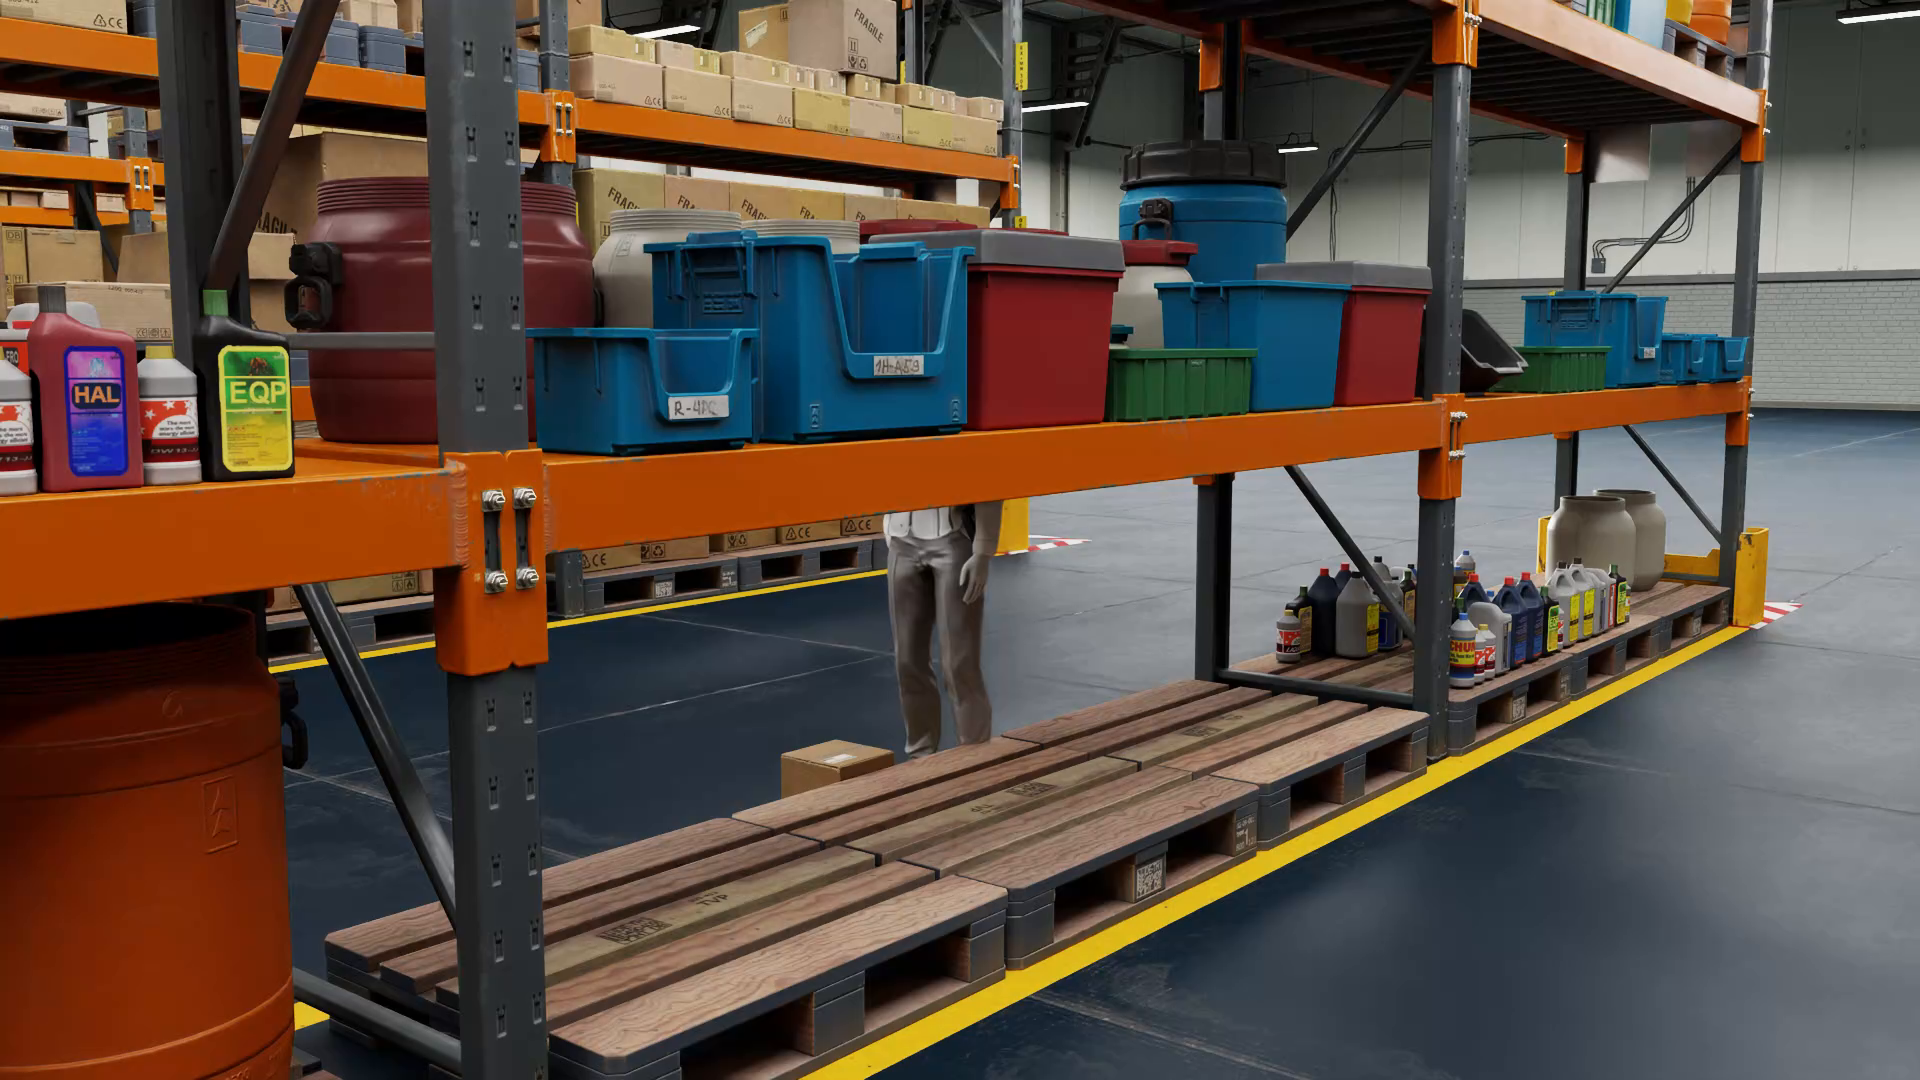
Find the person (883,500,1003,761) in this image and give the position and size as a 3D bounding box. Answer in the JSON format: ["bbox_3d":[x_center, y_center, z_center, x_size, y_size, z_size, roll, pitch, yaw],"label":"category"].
[{"bbox_3d":[-0.063,0.045,5.410,0.466,1.707,0.342,6,9,40],"label":"person"}]
